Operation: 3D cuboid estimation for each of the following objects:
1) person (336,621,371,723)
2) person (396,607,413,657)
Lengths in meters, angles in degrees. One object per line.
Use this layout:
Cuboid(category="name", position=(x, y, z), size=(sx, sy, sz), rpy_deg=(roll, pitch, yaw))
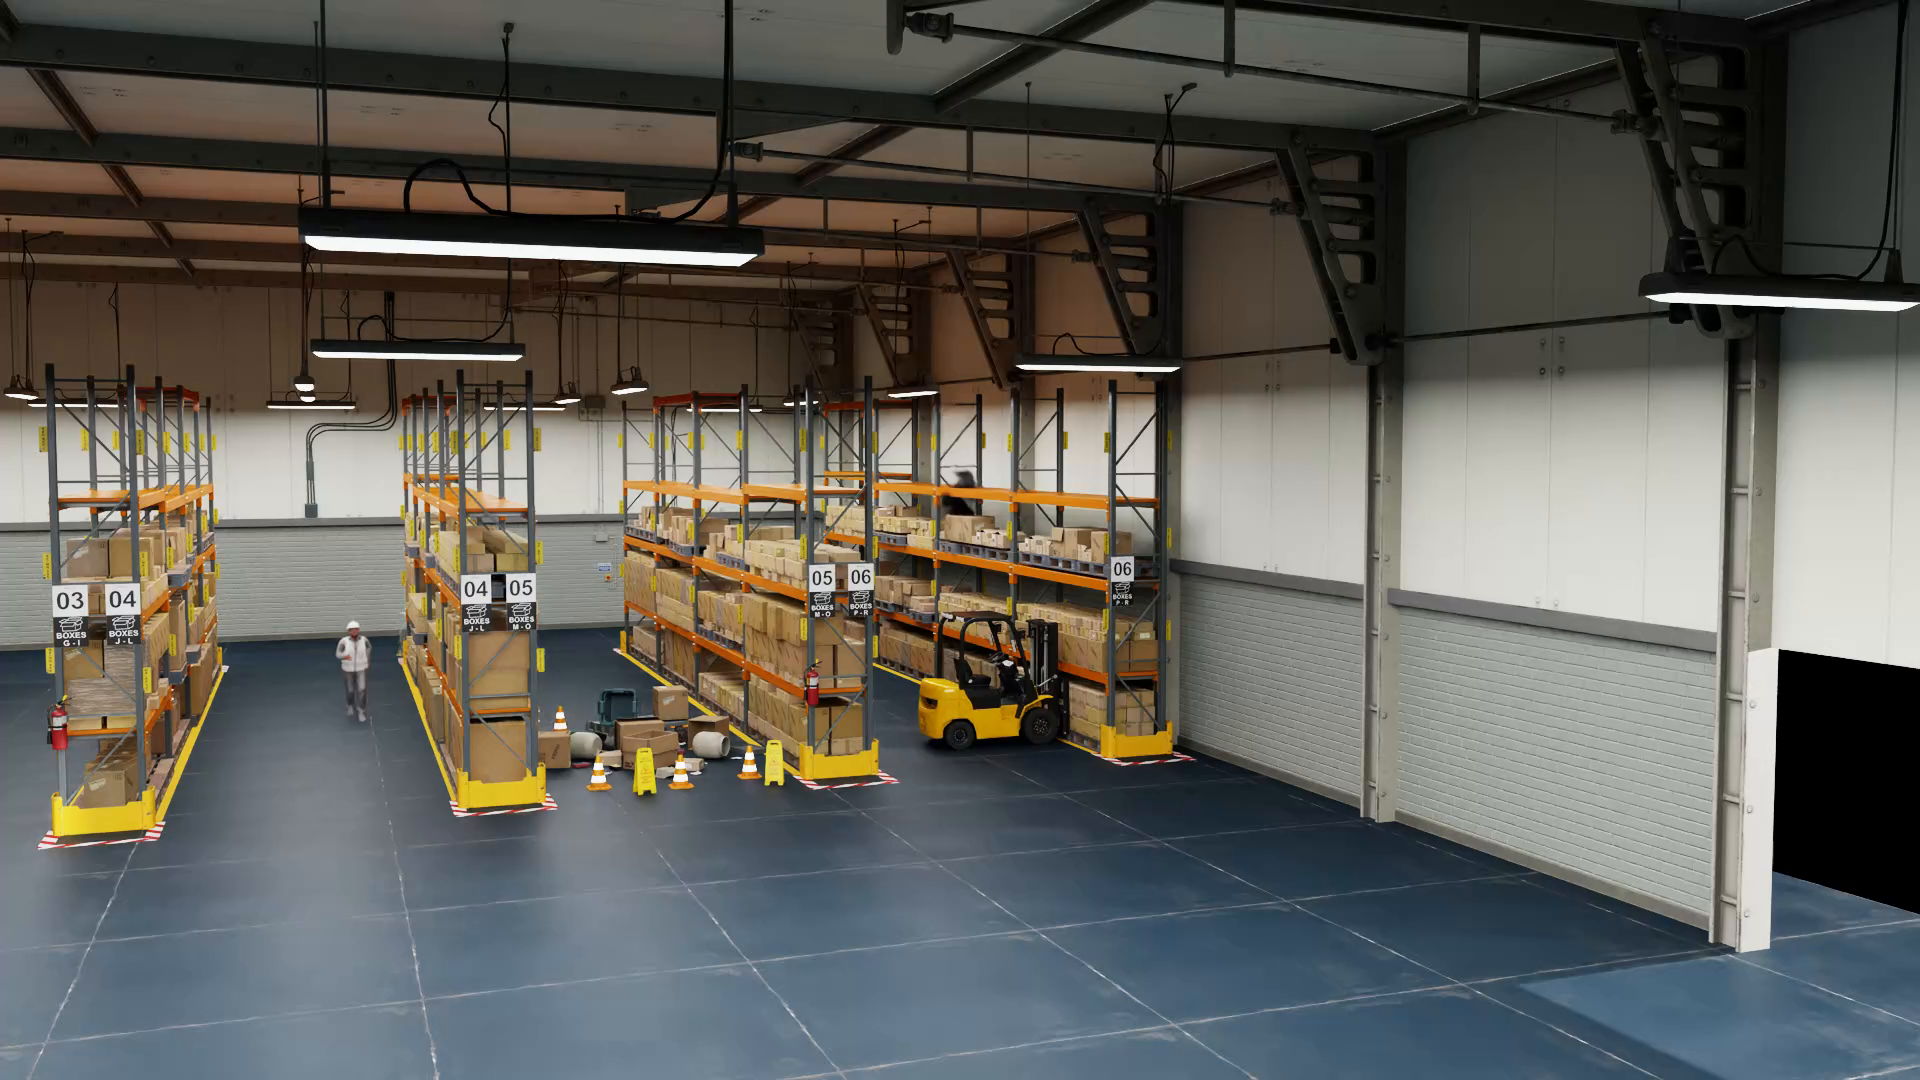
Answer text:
Cuboid(category="person", position=(-10.951, 2.352, 30.050), size=(0.610, 1.805, 0.889), rpy_deg=(-1, 4, -21))
Cuboid(category="person", position=(-12.762, 1.894, 38.768), size=(0.746, 1.686, 0.598), rpy_deg=(-1, 4, -22))
